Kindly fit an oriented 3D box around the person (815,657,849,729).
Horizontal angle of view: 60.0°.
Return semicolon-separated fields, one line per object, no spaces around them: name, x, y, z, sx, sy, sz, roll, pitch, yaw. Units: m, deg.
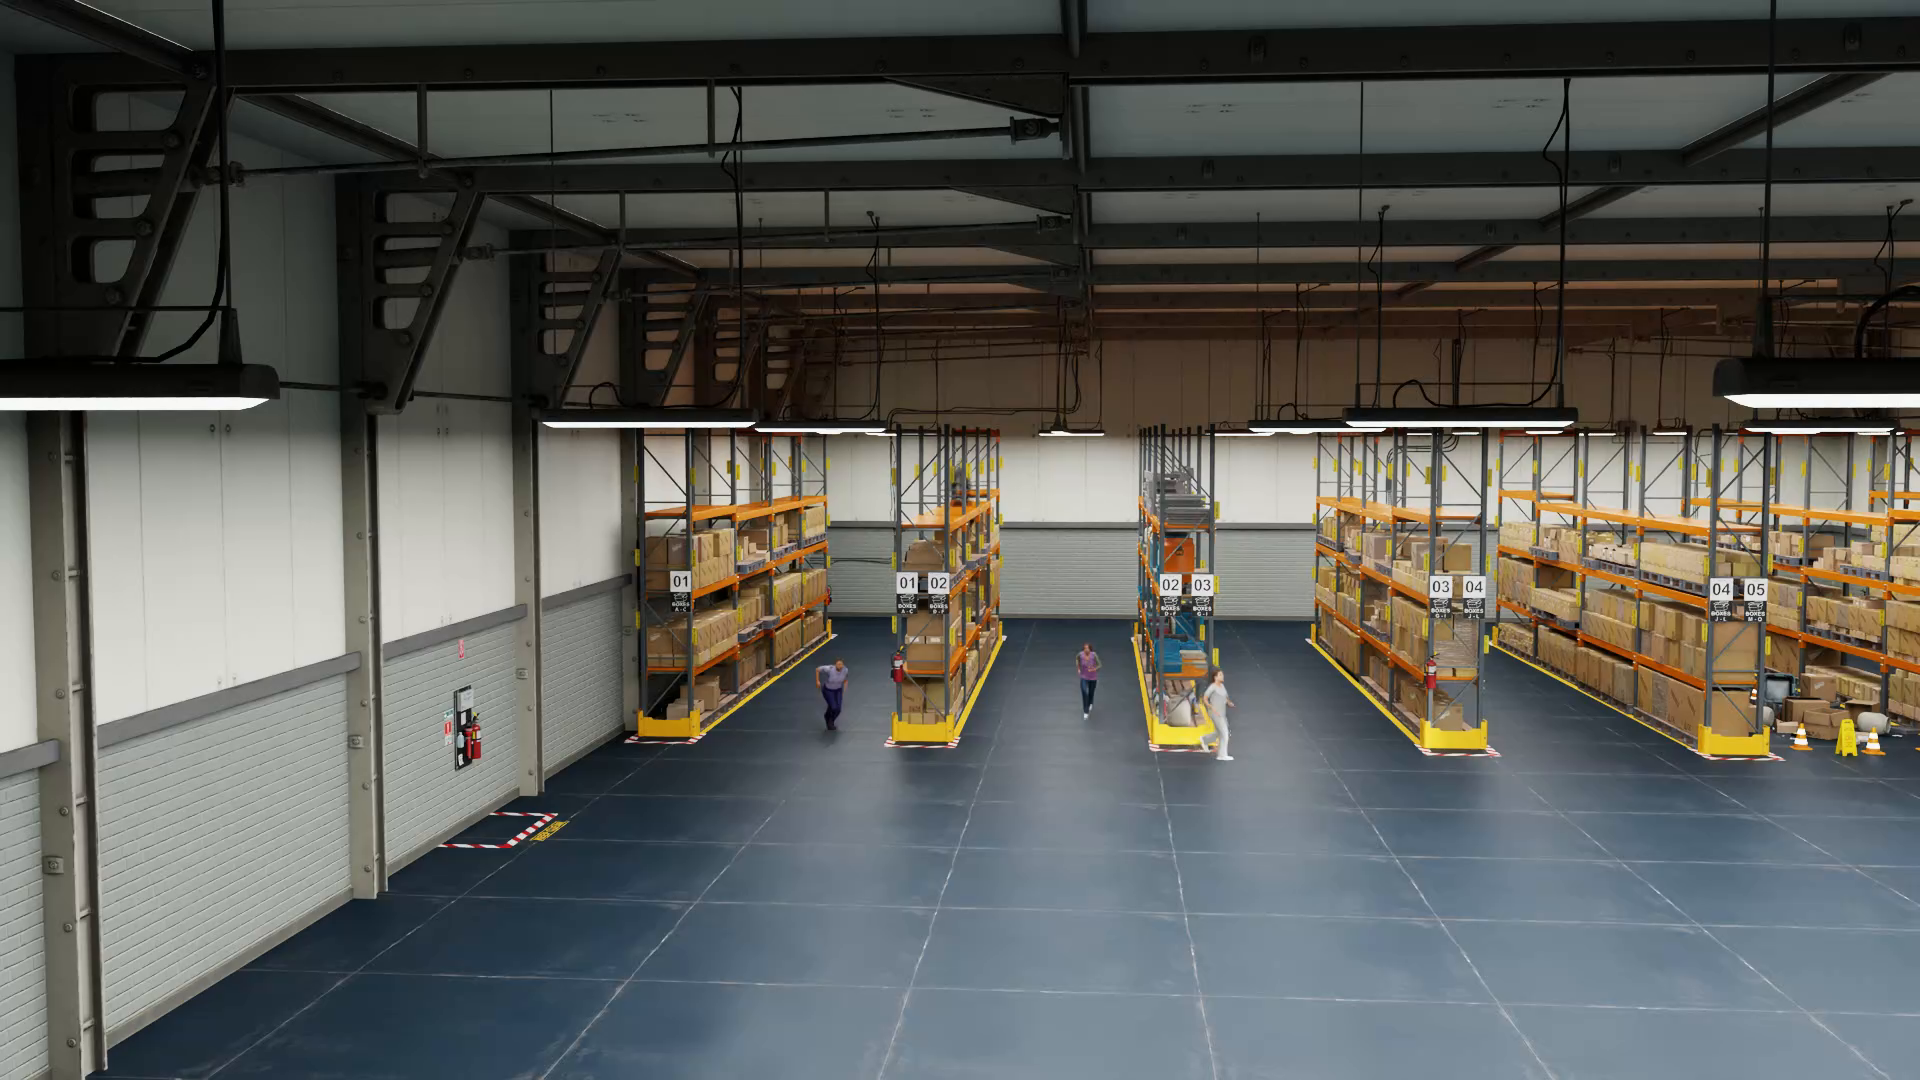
person;-2.501;3.004;32.498;0.637;1.482;0.864;-2;4;-27

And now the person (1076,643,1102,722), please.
person;2.638;2.866;34.083;0.539;1.594;0.960;0;3;6

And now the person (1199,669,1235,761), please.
person;4.540;3.103;29.631;0.698;1.623;0.563;3;4;37
